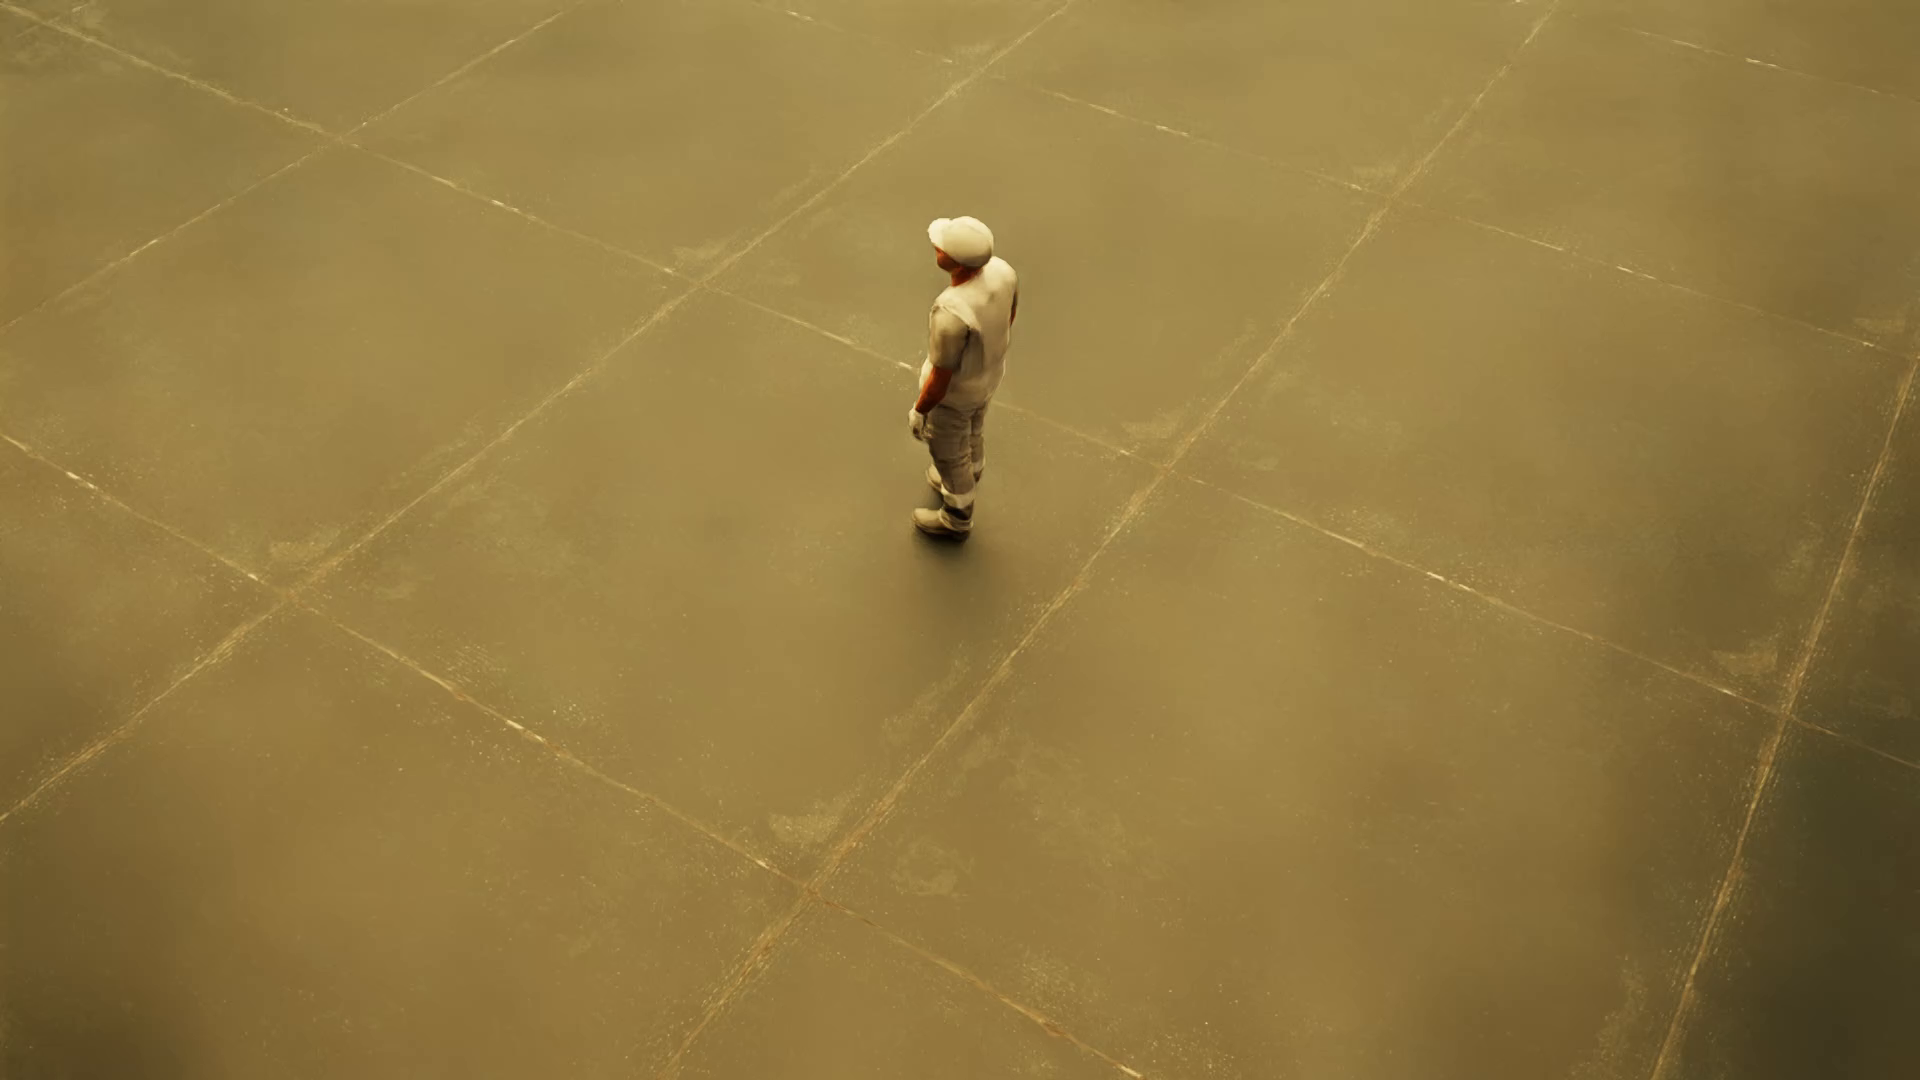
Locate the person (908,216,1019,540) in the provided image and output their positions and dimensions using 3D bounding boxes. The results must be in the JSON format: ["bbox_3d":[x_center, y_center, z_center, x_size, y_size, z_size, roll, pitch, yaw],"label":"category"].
[{"bbox_3d":[-0.062,-0.719,7.369,0.563,1.787,0.637,24,48,23],"label":"person"}]
